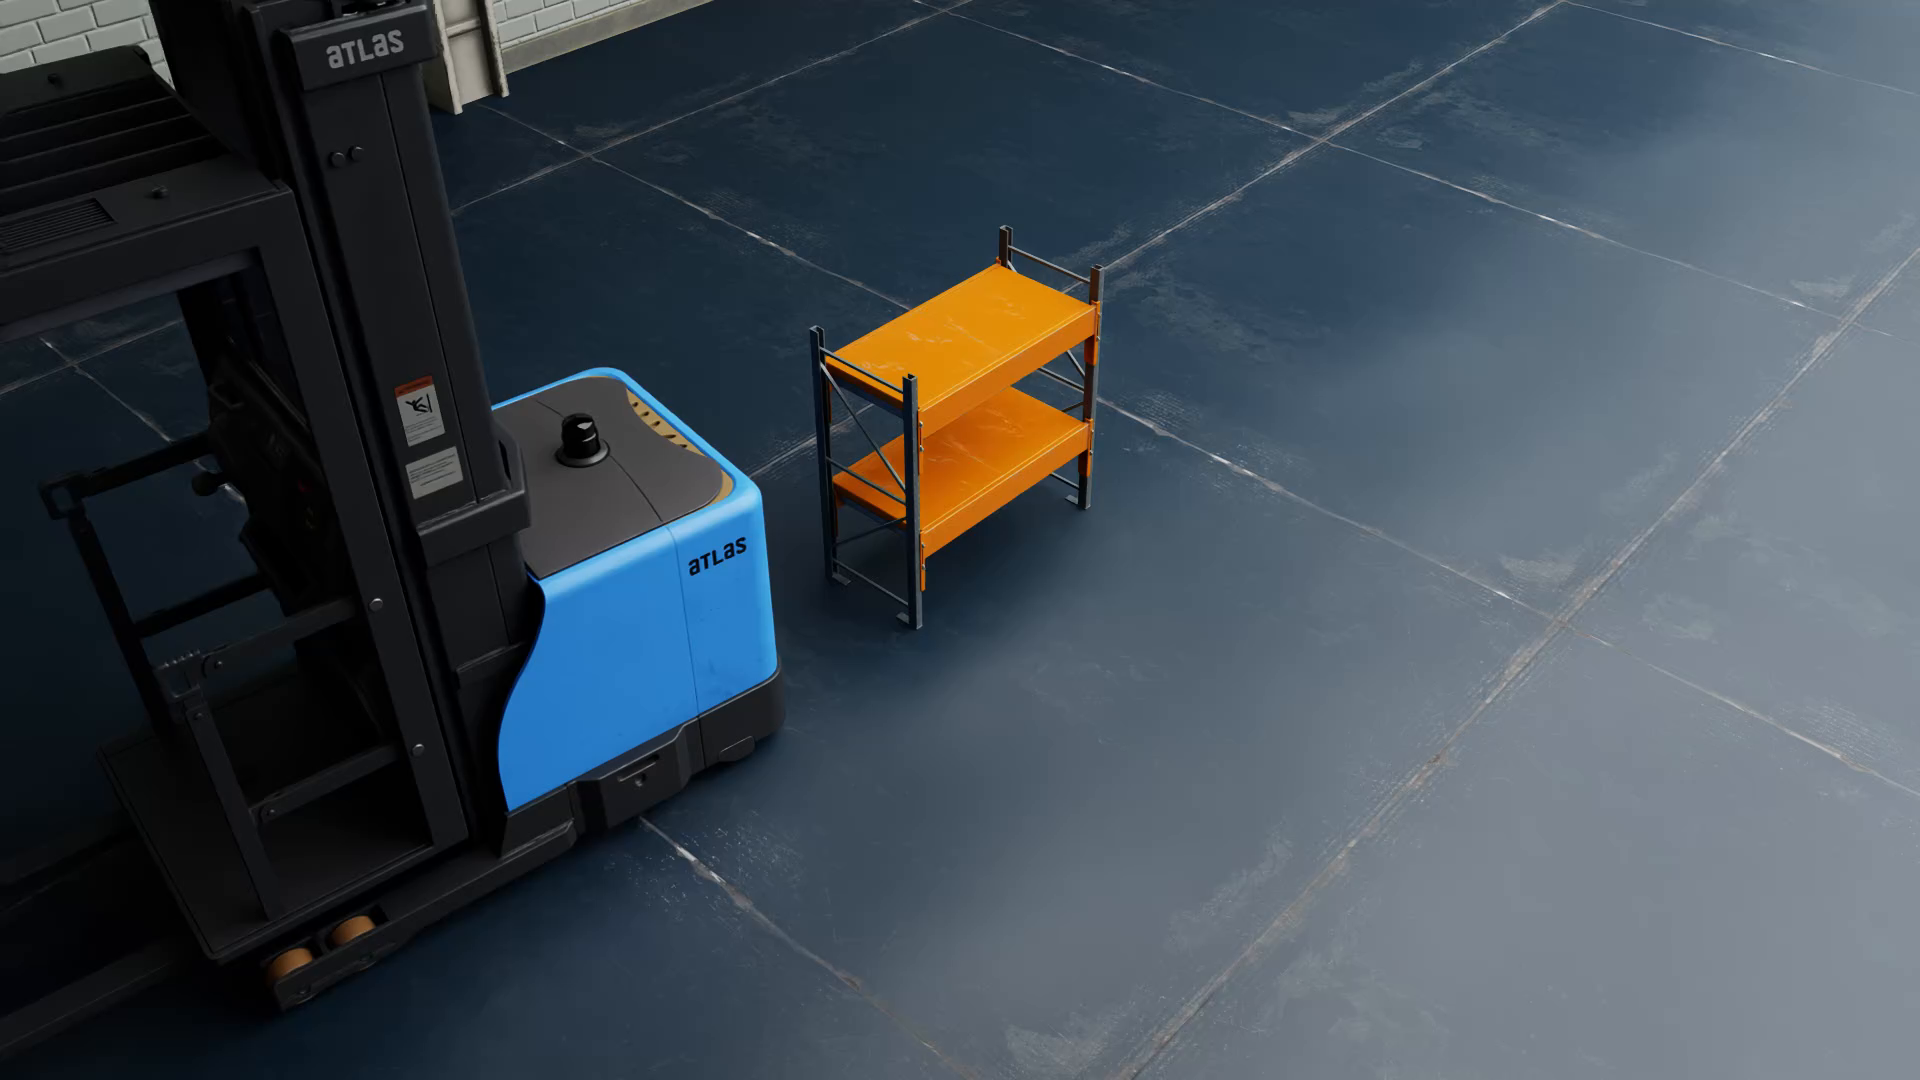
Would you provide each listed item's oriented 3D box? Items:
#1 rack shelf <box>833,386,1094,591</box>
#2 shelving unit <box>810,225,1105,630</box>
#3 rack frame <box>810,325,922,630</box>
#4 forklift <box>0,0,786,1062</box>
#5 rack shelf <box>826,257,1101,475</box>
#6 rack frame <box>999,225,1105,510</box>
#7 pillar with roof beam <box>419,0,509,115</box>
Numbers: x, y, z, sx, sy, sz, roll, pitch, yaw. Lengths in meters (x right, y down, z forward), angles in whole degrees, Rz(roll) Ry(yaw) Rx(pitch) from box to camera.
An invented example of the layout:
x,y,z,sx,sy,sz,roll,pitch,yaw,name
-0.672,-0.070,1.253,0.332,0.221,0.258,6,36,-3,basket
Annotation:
x,y,z,sx,sy,sz,roll,pitch,yaw,name
0.005,-0.252,6.556,0.538,0.278,1.000,30,47,32,rack shelf
0.005,-0.443,6.404,0.538,1.125,1.048,30,47,32,shelving unit
-0.338,-0.210,6.110,0.500,1.125,0.032,30,47,32,rack frame
-2.080,-0.128,4.556,3.031,2.935,1.130,-26,46,-29,forklift
0.005,-0.672,6.222,0.538,0.278,1.000,30,47,32,rack shelf
0.348,-0.677,6.698,0.500,1.125,0.032,30,47,32,rack frame
0.176,-4.414,5.070,9.100,9.000,0.400,30,47,32,pillar with roof beam
